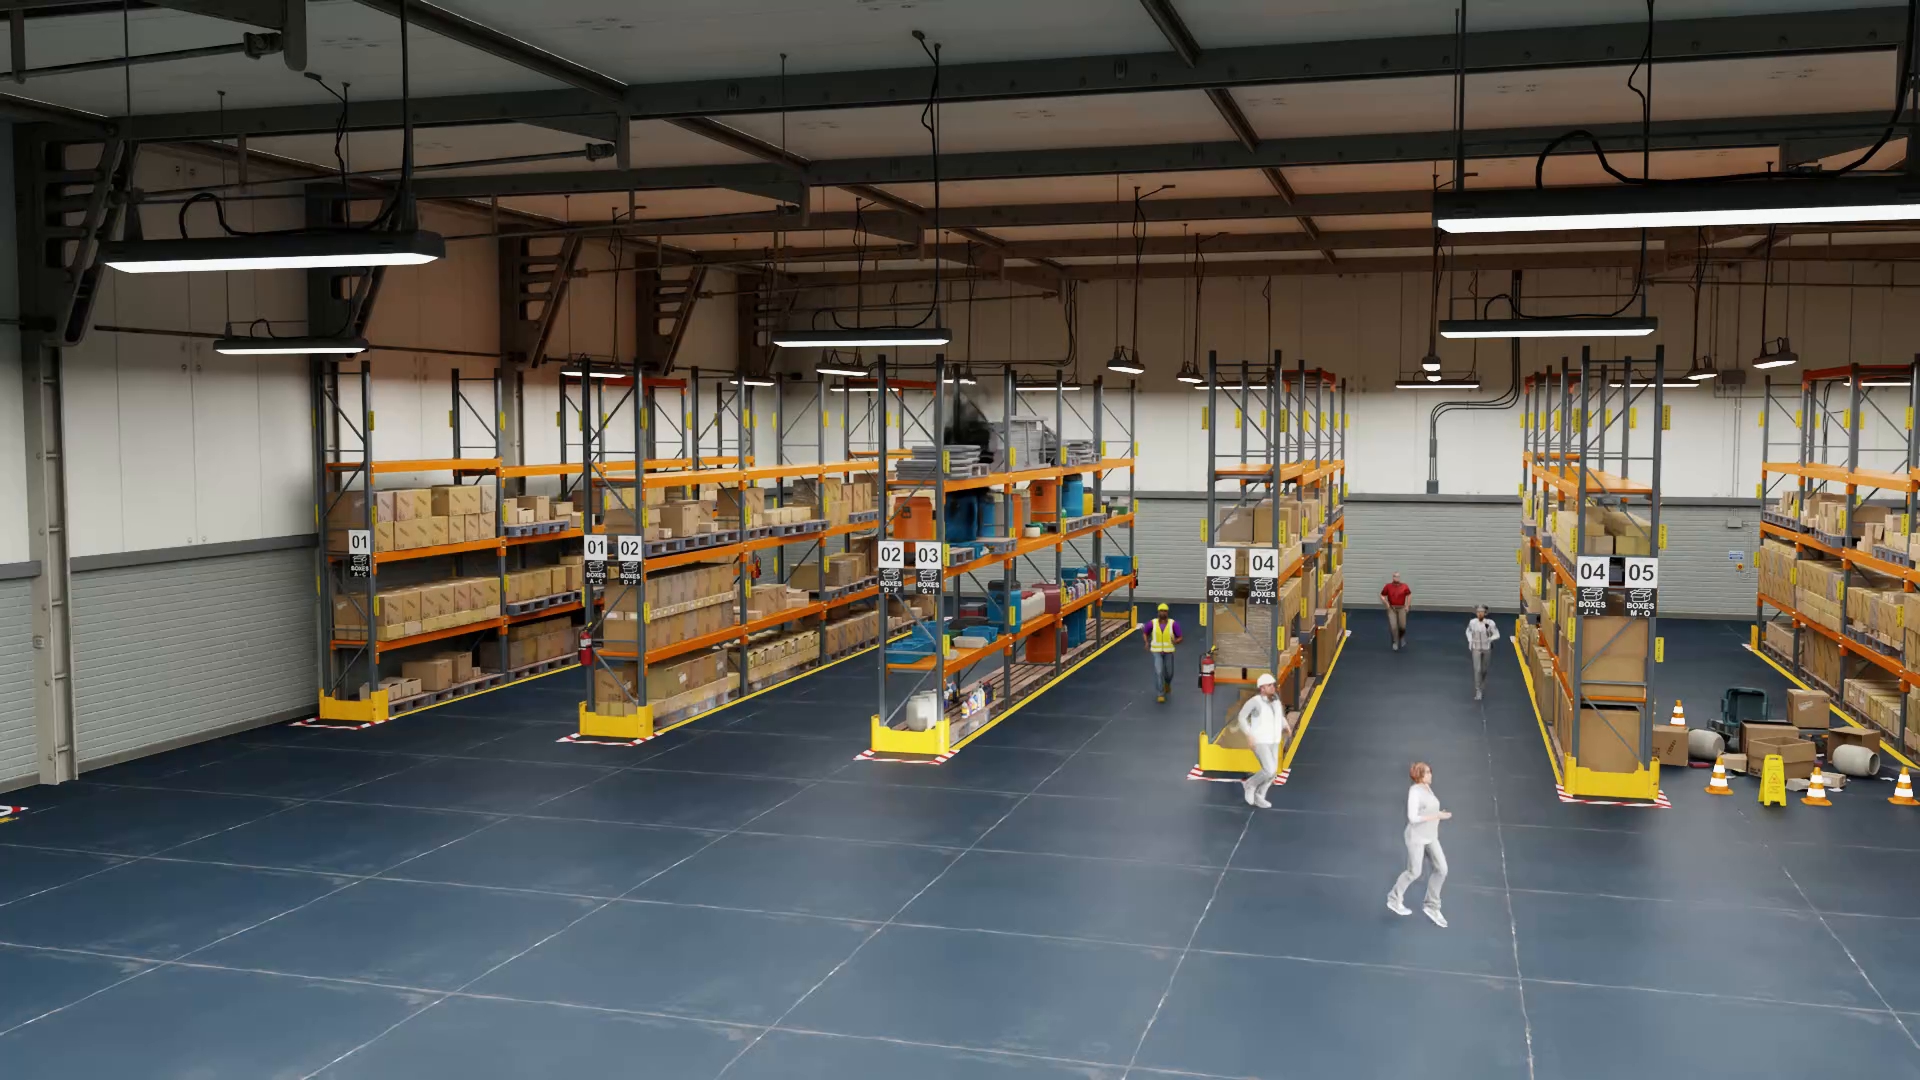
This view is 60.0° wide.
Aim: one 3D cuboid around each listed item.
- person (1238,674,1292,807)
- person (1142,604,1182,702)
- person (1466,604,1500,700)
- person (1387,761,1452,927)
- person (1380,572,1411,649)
[{"bbox_3d":[3.985,2.600,21.487,0.670,1.741,0.567,-3,5,-36],"label":"person"},{"bbox_3d":[3.626,2.008,29.792,0.714,1.739,0.846,0,4,5],"label":"person"},{"bbox_3d":[9.482,2.005,30.178,0.603,1.710,0.833,1,4,20],"label":"person"},{"bbox_3d":[4.591,3.021,16.561,0.677,1.621,0.516,4,6,44],"label":"person"},{"bbox_3d":[9.563,1.555,36.497,0.666,1.694,0.580,1,4,12],"label":"person"}]
